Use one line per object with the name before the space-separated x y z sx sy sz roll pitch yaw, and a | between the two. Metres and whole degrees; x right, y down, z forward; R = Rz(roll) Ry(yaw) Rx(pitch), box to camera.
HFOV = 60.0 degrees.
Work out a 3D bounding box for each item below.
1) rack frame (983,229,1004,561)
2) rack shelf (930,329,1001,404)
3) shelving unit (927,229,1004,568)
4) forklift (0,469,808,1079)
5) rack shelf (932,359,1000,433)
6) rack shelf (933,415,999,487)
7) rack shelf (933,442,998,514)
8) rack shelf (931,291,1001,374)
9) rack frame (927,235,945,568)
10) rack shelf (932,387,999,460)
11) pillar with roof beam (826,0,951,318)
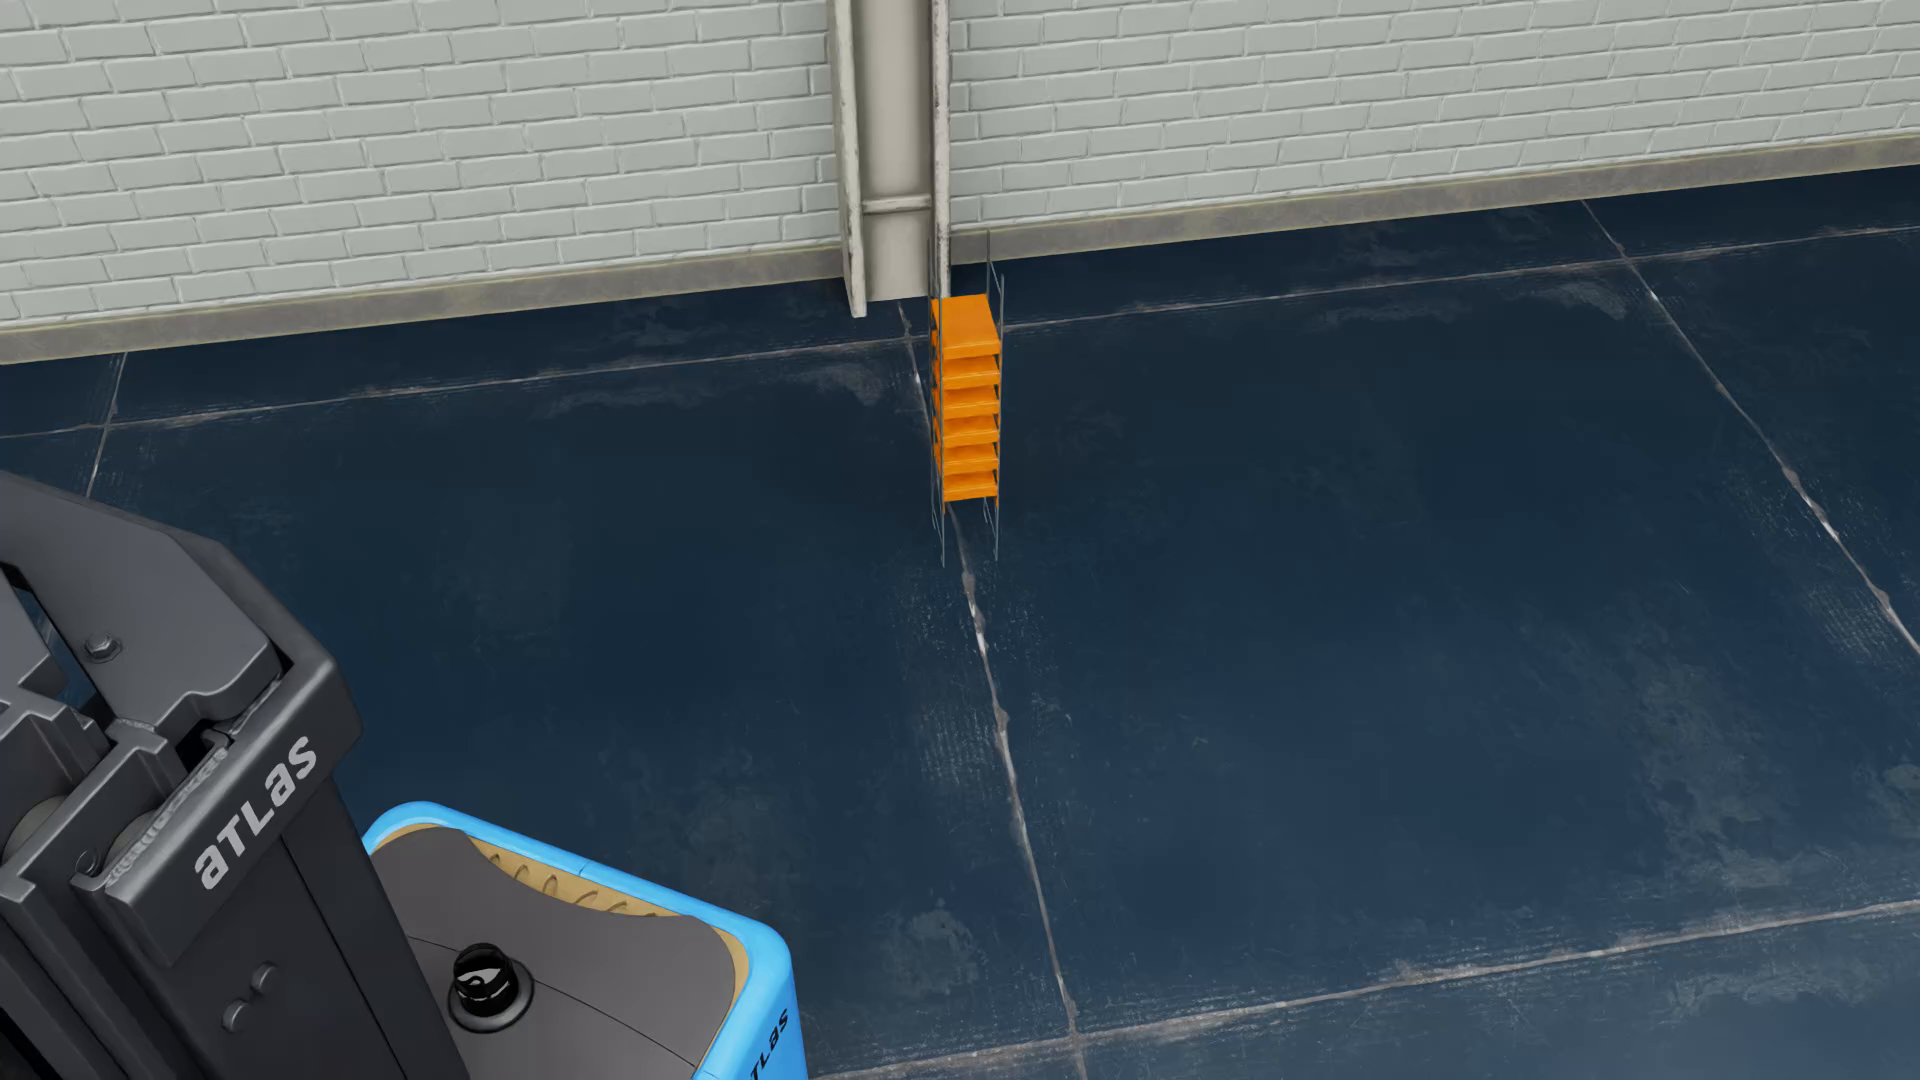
rack frame | 0.104 -0.429 5.330 0.006 1.200 0.240 -7 46 -7
rack shelf | 0.014 -0.554 5.179 0.180 0.103 0.258 -7 46 -7
shelving unit | 0.014 -0.418 5.320 0.189 1.200 0.258 -7 46 -7
forklift | -1.358 1.408 2.359 1.130 2.935 3.031 16 48 15
rack shelf | 0.014 -0.471 5.265 0.180 0.103 0.258 -7 46 -7
rack shelf | 0.014 -0.304 5.438 0.180 0.103 0.258 -7 46 -7
rack shelf | 0.014 -0.221 5.524 0.180 0.103 0.258 -7 46 -7
rack shelf | 0.014 -0.637 5.092 0.180 0.103 0.258 -7 46 -7
rack frame | -0.076 -0.407 5.309 0.006 1.200 0.240 -7 46 -7
rack shelf | 0.014 -0.387 5.352 0.180 0.103 0.258 -7 46 -7
pillar with roof beam | 0.477 -1.083 0.545 0.400 9.000 9.100 -7 46 -7
